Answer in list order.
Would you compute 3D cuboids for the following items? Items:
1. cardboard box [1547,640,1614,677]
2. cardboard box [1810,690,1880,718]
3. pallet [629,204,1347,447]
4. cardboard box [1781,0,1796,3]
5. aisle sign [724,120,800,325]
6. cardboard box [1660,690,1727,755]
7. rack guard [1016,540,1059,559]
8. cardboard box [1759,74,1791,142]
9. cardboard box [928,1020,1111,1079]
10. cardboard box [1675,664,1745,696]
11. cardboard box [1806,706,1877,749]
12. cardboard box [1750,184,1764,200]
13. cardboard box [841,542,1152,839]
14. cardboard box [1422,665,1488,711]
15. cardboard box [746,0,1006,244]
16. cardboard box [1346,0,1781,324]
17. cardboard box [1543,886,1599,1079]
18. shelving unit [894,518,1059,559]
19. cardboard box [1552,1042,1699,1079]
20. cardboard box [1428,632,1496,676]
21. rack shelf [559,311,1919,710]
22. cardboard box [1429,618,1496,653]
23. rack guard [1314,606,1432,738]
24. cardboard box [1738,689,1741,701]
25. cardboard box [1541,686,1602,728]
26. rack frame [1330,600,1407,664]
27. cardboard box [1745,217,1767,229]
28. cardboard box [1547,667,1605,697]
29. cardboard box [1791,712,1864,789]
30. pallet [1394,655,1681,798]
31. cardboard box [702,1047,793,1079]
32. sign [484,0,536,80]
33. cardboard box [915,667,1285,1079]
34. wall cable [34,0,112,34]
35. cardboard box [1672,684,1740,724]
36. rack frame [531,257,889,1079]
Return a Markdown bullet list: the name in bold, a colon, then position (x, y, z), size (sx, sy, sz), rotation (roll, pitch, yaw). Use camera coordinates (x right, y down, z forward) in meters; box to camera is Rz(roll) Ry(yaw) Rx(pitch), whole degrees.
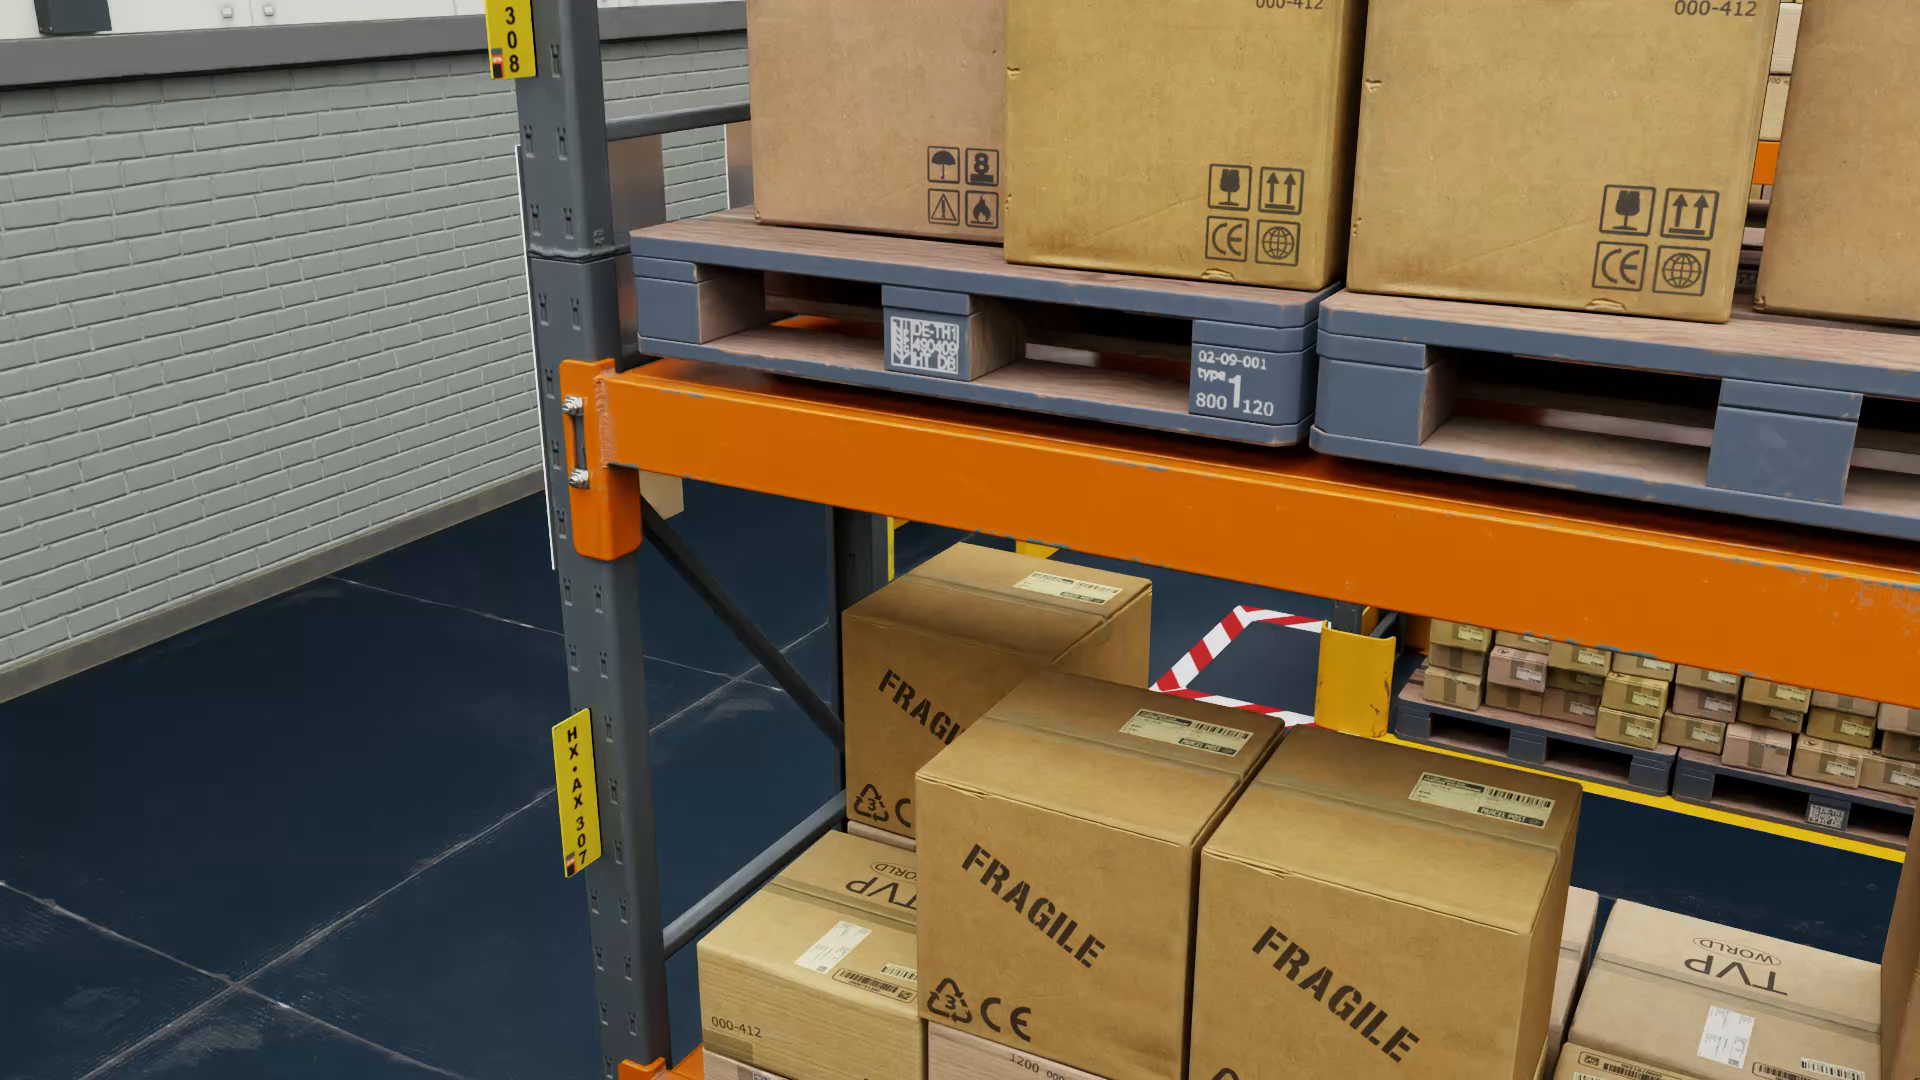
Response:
- **cardboard box**: position (2.789, 0.453, 7.409), size (0.250, 0.149, 0.380), rotation (11, 23, 27)
- **cardboard box**: position (3.757, 0.590, 7.033), size (0.250, 0.149, 0.380), rotation (11, 23, 27)
- **pallet**: position (0.186, -0.476, 3.011), size (1.213, 0.211, 1.003), rotation (11, 23, 27)
- **cardboard box**: position (3.116, -2.162, 6.429), size (0.250, 0.149, 0.380), rotation (12, 23, 29)
- **aisle sign**: position (-0.383, -0.552, 3.675), size (0.004, 0.787, 0.394), rotation (11, 23, 27)
- **cardboard box**: position (3.270, 0.785, 7.368), size (0.250, 0.149, 0.380), rotation (11, 23, 27)
- **rack guard**: position (0.501, -0.022, 10.059), size (0.087, 0.250, 0.587), rotation (11, 23, 27)
- **cardboard box**: position (3.222, -1.706, 6.491), size (0.500, 0.250, 0.500), rotation (10, 22, 26)
- **cardboard box**: position (0.278, 0.947, 3.139), size (0.500, 0.250, 0.500), rotation (10, 22, 27)
- **cardboard box**: position (3.284, 0.519, 7.228), size (0.250, 0.149, 0.380), rotation (12, 23, 29)
- **cardboard box**: position (3.779, 0.727, 7.092), size (0.250, 0.149, 0.380), rotation (12, 23, 30)
- **cardboard box**: position (5.101, -2.447, 11.099), size (0.500, 0.500, 0.500), rotation (10, 22, 26)
- **cardboard box**: position (0.087, 0.353, 3.678), size (0.500, 0.500, 0.500), rotation (11, 23, 28)
- **cardboard box**: position (2.342, 0.637, 7.775), size (0.250, 0.149, 0.380), rotation (11, 23, 28)
- **cardboard box**: position (0.014, -0.859, 3.027), size (0.500, 0.500, 0.700), rotation (9, 22, 24)
- **cardboard box**: position (0.921, -0.658, 2.473), size (0.500, 0.500, 0.700), rotation (9, 22, 24)
- **cardboard box**: position (0.973, 0.873, 3.343), size (0.500, 0.250, 0.500), rotation (10, 22, 25)
- **shelving unit**: position (0.067, -0.692, 10.074), size (1.083, 1.500, 0.587), rotation (11, 23, 27)
- **cardboard box**: position (1.173, 1.117, 2.671), size (0.500, 0.250, 0.500), rotation (10, 22, 26)
- **cardboard box**: position (2.373, 0.478, 7.776), size (0.250, 0.149, 0.380), rotation (12, 23, 30)
- **rack shelf**: position (1.280, 0.032, 2.533), size (4.000, 0.370, 1.077), rotation (11, 23, 27)
- **cardboard box**: position (2.333, 0.363, 7.657), size (0.250, 0.149, 0.380), rotation (10, 22, 25)
- **rack guard**: position (2.107, 0.500, 8.254), size (0.348, 0.500, 1.175), rotation (11, 23, 27)
- **cardboard box**: position (3.540, 0.623, 7.813), size (0.250, 0.149, 0.380), rotation (10, 22, 25)
- **cardboard box**: position (2.831, 0.696, 7.614), size (0.250, 0.149, 0.380), rotation (11, 23, 28)
- **rack frame**: position (2.041, -0.688, 7.863), size (0.127, 3.000, 1.000), rotation (11, 23, 27)
- **cardboard box**: position (3.190, -1.016, 6.718), size (0.500, 0.500, 0.500), rotation (10, 22, 26)
- **cardboard box**: position (2.841, 0.555, 7.564), size (0.250, 0.149, 0.380), rotation (11, 23, 28)
- **cardboard box**: position (3.699, 0.890, 7.076), size (0.250, 0.149, 0.380), rotation (11, 23, 27)
- **pallet**: position (2.799, 0.781, 7.902), size (1.213, 0.211, 1.003), rotation (11, 23, 27)
- **cardboard box**: position (-0.317, 1.047, 3.448), size (0.250, 0.149, 0.380), rotation (11, 23, 28)
- **sign**: position (-0.742, -0.922, 2.712), size (0.005, 0.325, 0.100), rotation (11, 23, 27)
- **cardboard box**: position (0.258, 0.593, 3.015), size (0.500, 0.500, 0.500), rotation (10, 22, 26)
- **wall cable**: position (-3.722, -5.527, 7.688), size (0.120, 5.999, 2.277), rotation (11, 23, 27)
- **cardboard box**: position (3.290, 0.646, 7.314), size (0.250, 0.149, 0.380), rotation (10, 22, 25)
- **rack frame**: position (-0.466, 0.772, 3.839), size (0.127, 3.000, 1.000), rotation (11, 23, 27)
